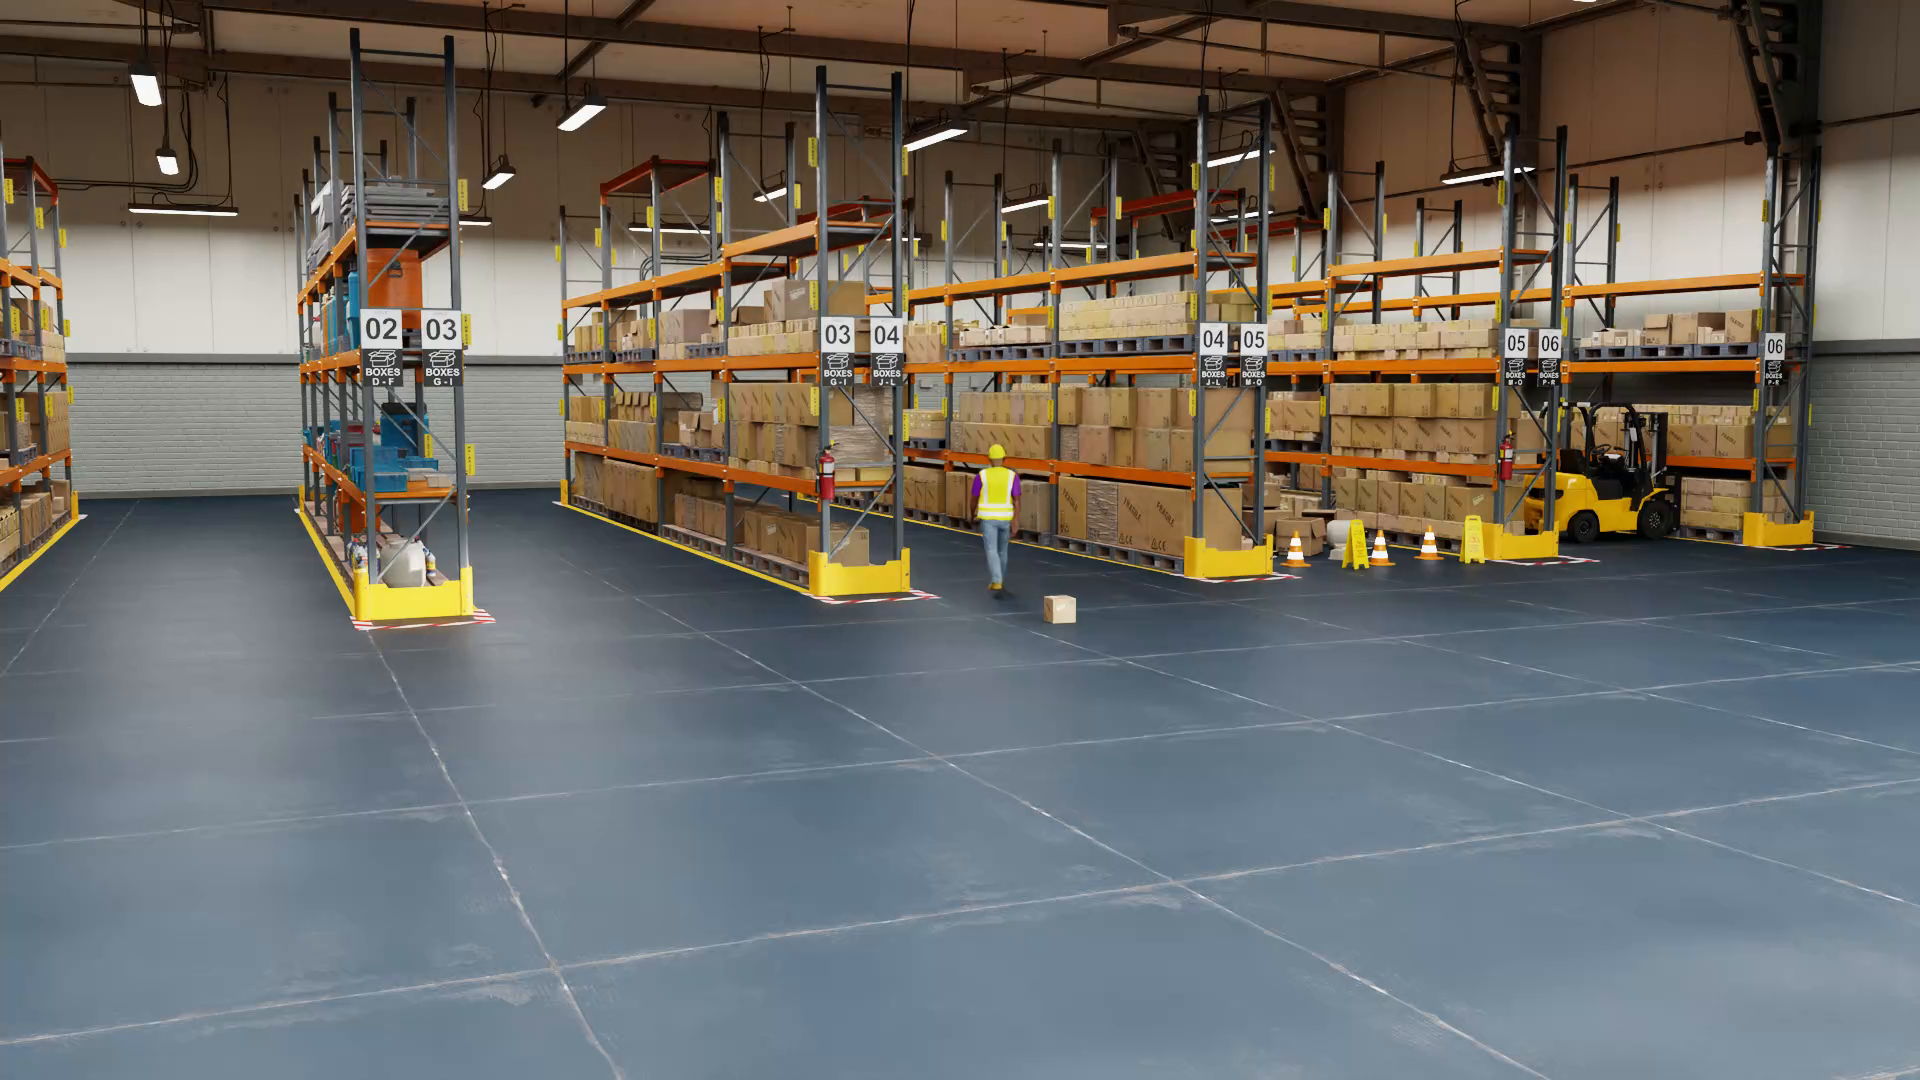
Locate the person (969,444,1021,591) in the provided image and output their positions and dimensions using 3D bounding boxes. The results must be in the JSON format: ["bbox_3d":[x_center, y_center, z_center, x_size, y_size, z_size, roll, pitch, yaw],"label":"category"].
[{"bbox_3d":[0.397,-0.262,19.444,0.569,1.721,1.048,-1,5,-10],"label":"person"}]
